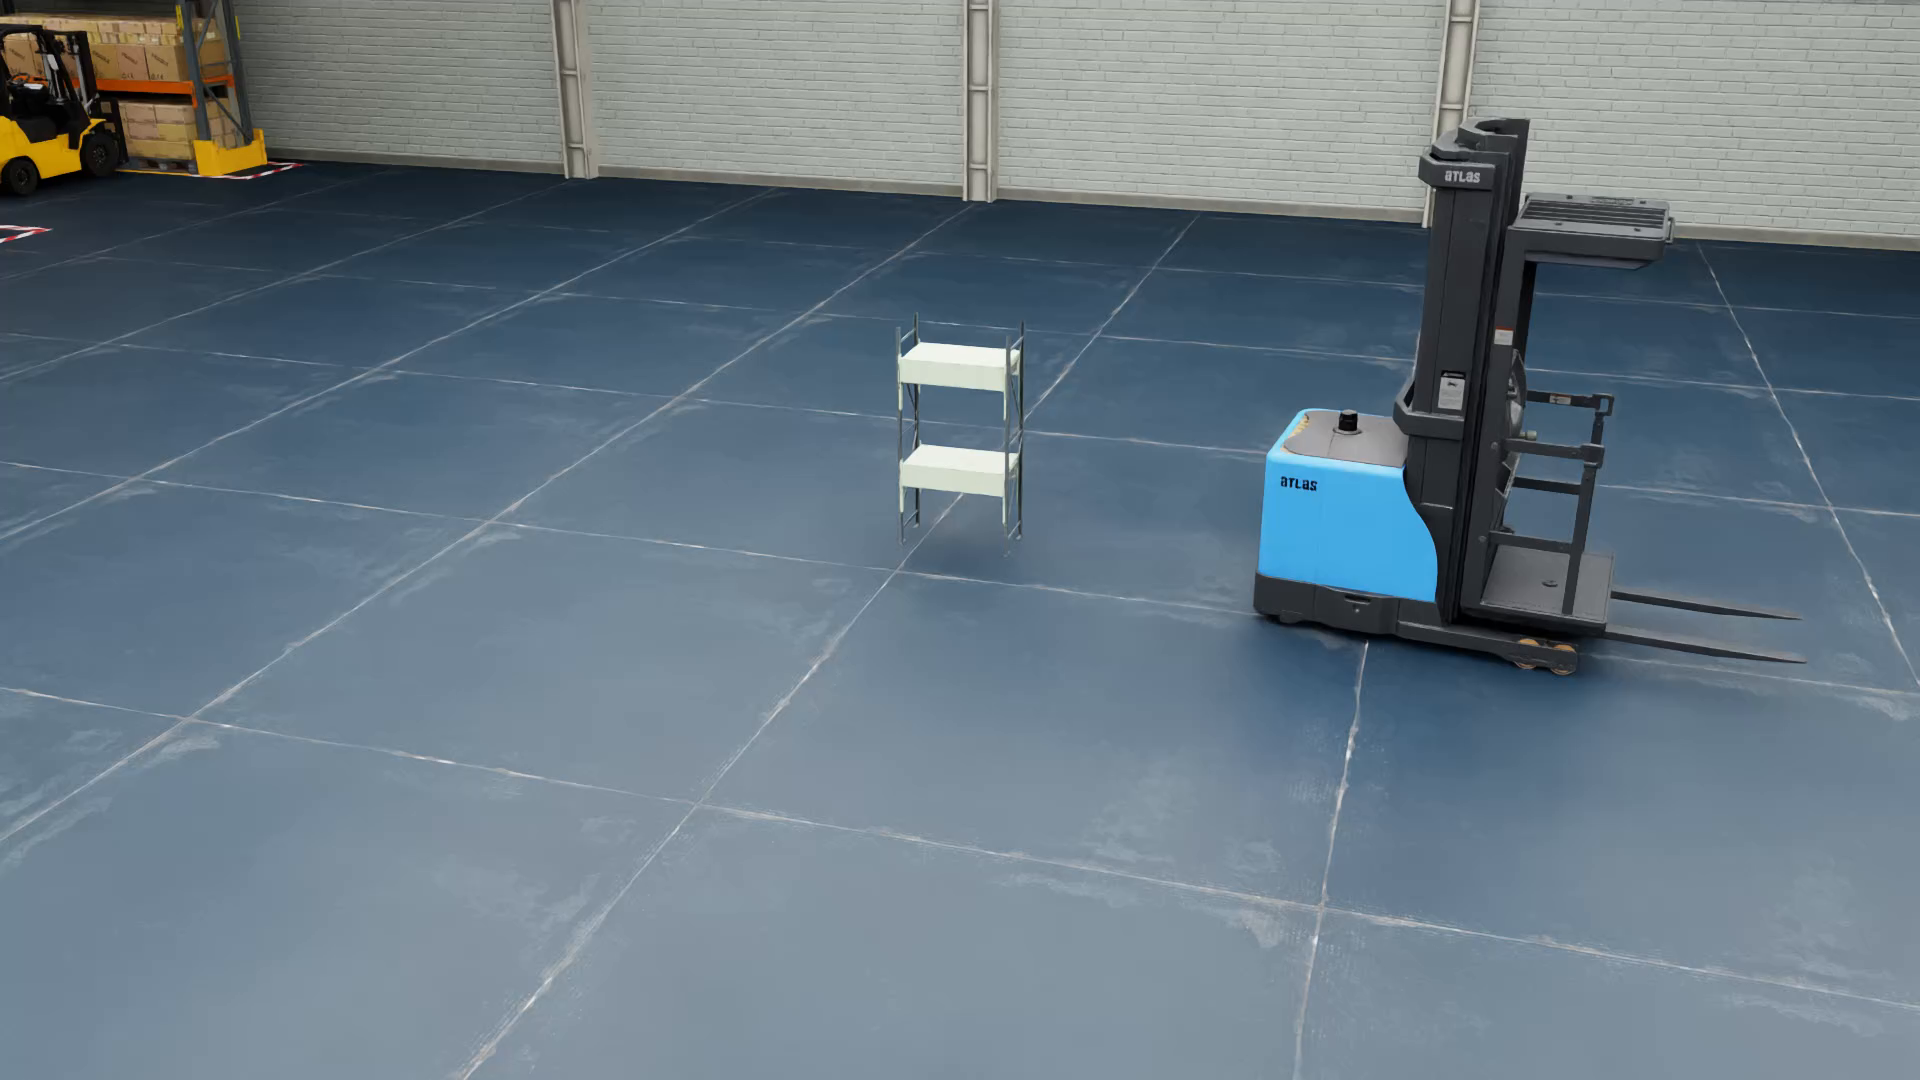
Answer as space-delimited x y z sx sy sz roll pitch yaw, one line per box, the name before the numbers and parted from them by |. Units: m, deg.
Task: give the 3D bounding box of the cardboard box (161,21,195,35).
cardboard box | -11.215 -7.350 23.856 0.250 0.149 0.380 7 23 16

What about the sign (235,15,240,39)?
sign | -10.645 -7.541 24.456 0.005 0.325 0.100 7 23 16

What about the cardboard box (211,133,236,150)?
cardboard box | -11.225 -5.950 24.892 0.500 0.250 0.500 7 23 16

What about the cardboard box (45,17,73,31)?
cardboard box | -13.165 -7.570 24.394 0.250 0.149 0.380 6 23 15

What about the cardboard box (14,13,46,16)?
cardboard box | -14.019 -7.858 25.095 0.250 0.149 0.380 6 23 14

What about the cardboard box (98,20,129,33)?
cardboard box | -12.217 -7.427 24.044 0.250 0.149 0.380 7 23 17

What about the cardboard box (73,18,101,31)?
cardboard box | -12.685 -7.516 24.261 0.250 0.149 0.380 7 23 16

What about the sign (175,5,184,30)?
sign | -10.981 -7.352 23.404 0.005 0.325 0.100 7 23 16

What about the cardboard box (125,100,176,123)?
cardboard box | -11.833 -6.279 24.376 0.500 0.250 0.500 7 23 16

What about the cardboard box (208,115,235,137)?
cardboard box | -11.201 -6.183 24.803 0.500 0.250 0.500 7 23 16

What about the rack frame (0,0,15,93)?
rack frame | -14.641 -7.341 25.215 0.127 3.000 1.000 7 23 16

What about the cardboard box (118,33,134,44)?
cardboard box | -11.942 -7.285 24.090 0.250 0.149 0.380 6 23 15

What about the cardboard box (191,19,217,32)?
cardboard box | -11.071 -7.501 24.226 0.250 0.149 0.380 6 23 14

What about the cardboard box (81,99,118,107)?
cardboard box | -12.801 -6.389 24.644 0.500 0.250 0.500 6 23 14

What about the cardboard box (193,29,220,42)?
cardboard box | -11.061 -7.381 24.324 0.250 0.149 0.380 6 23 14

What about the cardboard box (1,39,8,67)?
cardboard box | -14.291 -7.244 24.846 0.500 0.500 0.500 6 23 14

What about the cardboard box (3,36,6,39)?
cardboard box | -14.163 -7.529 24.687 0.250 0.149 0.380 7 23 17

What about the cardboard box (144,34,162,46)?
cardboard box | -11.477 -7.203 23.890 0.250 0.149 0.380 7 23 16

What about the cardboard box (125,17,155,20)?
cardboard box | -12.061 -7.618 24.512 0.250 0.149 0.380 7 23 17

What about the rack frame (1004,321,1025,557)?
rack frame | 0.357 -0.653 10.886 0.023 1.500 0.400 7 23 16

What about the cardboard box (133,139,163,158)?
cardboard box | -11.826 -5.820 24.575 0.500 0.250 0.500 7 23 15

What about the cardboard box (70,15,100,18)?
cardboard box | -13.031 -7.748 24.828 0.250 0.149 0.380 6 23 15

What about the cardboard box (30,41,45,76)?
cardboard box | -13.303 -7.138 24.587 0.500 0.500 0.500 6 23 15

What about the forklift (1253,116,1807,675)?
forklift | 3.347 -0.822 9.413 3.031 2.935 1.130 9 24 21

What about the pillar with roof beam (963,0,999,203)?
pillar with roof beam | -0.972 -7.203 16.972 0.400 9.000 9.100 7 23 16

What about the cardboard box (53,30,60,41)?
cardboard box | -13.194 -7.406 24.387 0.250 0.149 0.380 6 23 14

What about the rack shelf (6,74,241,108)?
rack shelf | -12.726 -6.789 24.817 4.000 0.370 1.077 7 23 16

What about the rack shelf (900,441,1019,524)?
rack shelf | 0.006 -0.392 11.107 0.720 0.370 0.431 7 23 16

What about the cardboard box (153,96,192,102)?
cardboard box | -11.696 -6.462 24.825 0.500 0.250 0.500 7 23 16

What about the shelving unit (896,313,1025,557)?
shelving unit | 0.006 -0.693 10.984 0.755 1.500 0.431 7 23 16

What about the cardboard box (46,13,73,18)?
cardboard box | -13.504 -7.829 25.024 0.250 0.149 0.380 6 23 14

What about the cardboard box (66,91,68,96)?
cardboard box | -13.624 -6.692 25.385 0.500 0.250 0.500 6 23 15

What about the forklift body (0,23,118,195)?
forklift body | -13.153 -6.055 23.198 1.214 2.155 2.313 7 23 16

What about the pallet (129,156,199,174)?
pallet | -11.555 -5.681 24.842 1.213 0.211 1.003 7 23 16

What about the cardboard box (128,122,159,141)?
cardboard box | -11.844 -6.055 24.490 0.500 0.250 0.500 6 23 15

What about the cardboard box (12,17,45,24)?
cardboard box | -13.681 -7.596 24.458 0.250 0.149 0.380 7 23 17

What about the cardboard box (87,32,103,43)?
cardboard box | -12.459 -7.317 24.169 0.250 0.149 0.380 7 23 16

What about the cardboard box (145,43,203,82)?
cardboard box | -11.358 -6.908 24.026 0.500 0.500 0.500 6 23 14

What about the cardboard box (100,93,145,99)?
cardboard box | -12.660 -6.580 25.111 0.500 0.250 0.500 6 23 14

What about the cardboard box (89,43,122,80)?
cardboard box | -12.343 -7.024 24.309 0.500 0.500 0.500 6 23 14

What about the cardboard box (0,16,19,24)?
cardboard box | -14.139 -7.693 24.694 0.250 0.149 0.380 7 23 16

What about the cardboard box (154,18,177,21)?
cardboard box | -11.569 -7.566 24.384 0.250 0.149 0.380 7 23 17

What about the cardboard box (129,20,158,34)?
cardboard box | -11.718 -7.384 23.941 0.250 0.149 0.380 7 23 17

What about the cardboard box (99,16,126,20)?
cardboard box | -12.543 -7.681 24.665 0.250 0.149 0.380 7 23 16

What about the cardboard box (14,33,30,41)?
cardboard box | -13.691 -7.457 24.510 0.250 0.149 0.380 7 23 17

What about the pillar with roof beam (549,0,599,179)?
pillar with roof beam | -6.717 -7.860 18.575 0.400 9.000 9.100 7 23 16
